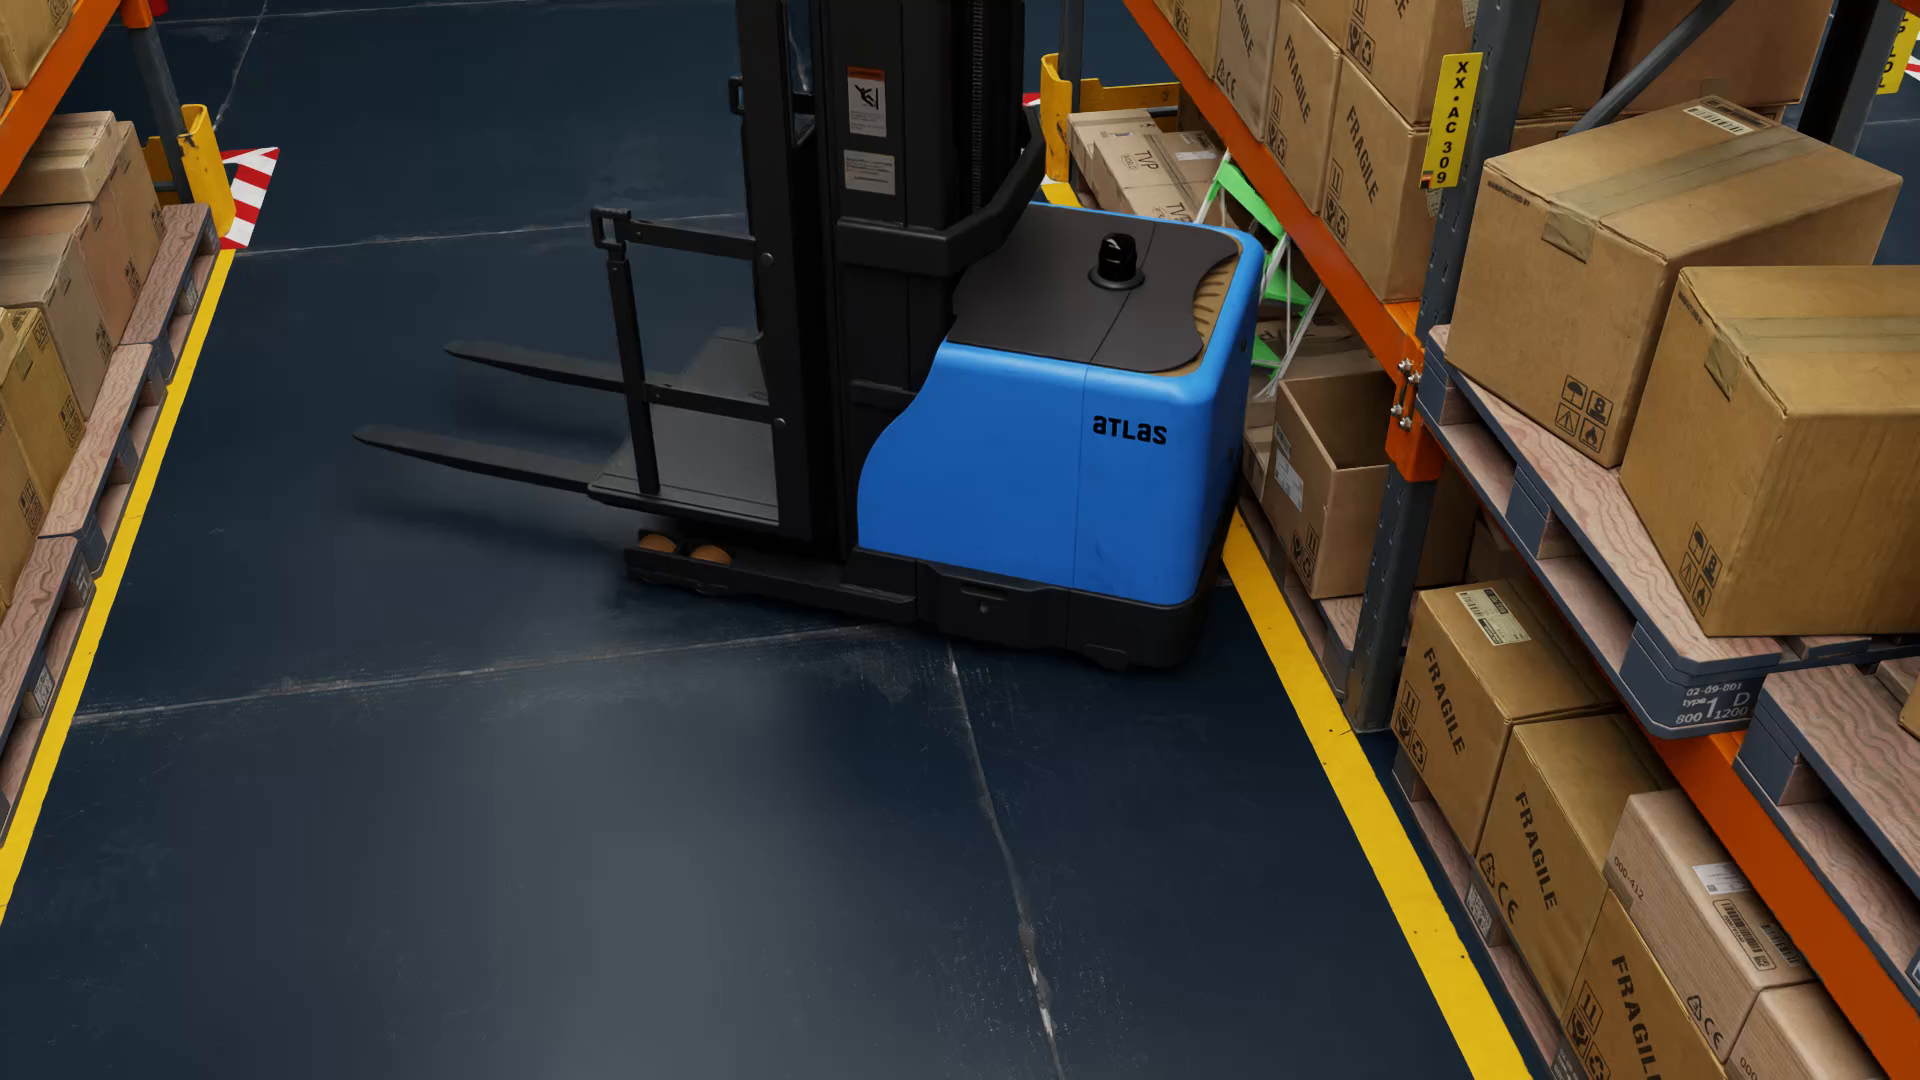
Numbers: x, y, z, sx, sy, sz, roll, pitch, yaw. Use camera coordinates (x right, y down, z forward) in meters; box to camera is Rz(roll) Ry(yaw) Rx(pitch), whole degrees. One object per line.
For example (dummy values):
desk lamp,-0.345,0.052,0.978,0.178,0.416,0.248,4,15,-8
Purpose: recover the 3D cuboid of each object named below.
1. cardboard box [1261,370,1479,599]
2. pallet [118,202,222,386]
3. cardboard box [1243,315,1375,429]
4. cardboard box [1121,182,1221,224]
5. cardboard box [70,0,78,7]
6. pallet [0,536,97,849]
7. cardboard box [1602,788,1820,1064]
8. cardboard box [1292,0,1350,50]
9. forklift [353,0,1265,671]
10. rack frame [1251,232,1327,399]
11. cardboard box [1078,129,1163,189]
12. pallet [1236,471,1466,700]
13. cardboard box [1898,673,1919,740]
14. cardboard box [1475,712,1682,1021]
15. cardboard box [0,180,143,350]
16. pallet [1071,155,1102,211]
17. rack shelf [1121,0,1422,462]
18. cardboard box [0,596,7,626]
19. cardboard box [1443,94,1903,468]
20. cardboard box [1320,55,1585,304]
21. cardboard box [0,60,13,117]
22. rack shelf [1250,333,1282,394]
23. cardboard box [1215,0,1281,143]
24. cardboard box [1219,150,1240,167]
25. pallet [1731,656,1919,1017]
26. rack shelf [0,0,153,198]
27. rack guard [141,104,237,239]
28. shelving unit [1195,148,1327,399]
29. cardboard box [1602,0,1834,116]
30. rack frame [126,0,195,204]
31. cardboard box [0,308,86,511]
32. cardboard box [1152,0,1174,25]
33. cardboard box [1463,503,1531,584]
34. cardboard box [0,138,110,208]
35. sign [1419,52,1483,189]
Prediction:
cardboard box,1.290,-0.186,5.224,0.500,0.500,0.500,-6,38,-8
pallet,-3.692,-0.991,6.854,1.003,0.211,1.213,-6,38,-8
cardboard box,1.158,-0.565,5.865,0.500,0.311,0.500,-6,38,-8
cardboard box,0.959,-1.227,6.767,0.500,0.250,0.500,-6,38,-8
cardboard box,-3.810,-2.379,6.122,0.980,0.700,0.700,-5,38,-6
pallet,-3.264,0.482,4.957,1.003,0.211,1.213,-6,38,-8
cardboard box,1.689,0.754,3.403,0.500,0.250,0.500,-6,38,-8
cardboard box,1.233,-1.707,4.606,0.500,0.500,0.500,-7,38,-9
forklift,-0.600,-1.271,4.997,3.031,2.935,1.130,11,39,13
rack frame,0.985,-0.591,5.510,0.240,1.200,0.015,6,33,-26
cardboard box,0.746,-1.716,7.465,0.380,0.166,0.250,-6,38,-8
pallet,1.549,0.000,5.578,1.003,0.211,1.213,-6,38,-8
cardboard box,2.039,0.169,2.664,0.700,0.500,0.500,-16,41,-19
cardboard box,1.618,0.767,3.997,0.500,0.500,0.500,-6,38,-7
cardboard box,-3.600,-1.032,6.328,0.700,0.500,0.500,-6,38,-8
pallet,1.122,-1.473,7.475,1.003,0.211,1.213,-6,38,-8
rack shelf,1.318,-1.610,5.964,1.077,0.370,4.000,-6,38,-8
cardboard box,-3.238,0.208,4.733,0.700,0.500,0.500,-6,38,-7
cardboard box,1.532,-0.581,3.629,0.700,0.500,0.500,-19,42,-23
cardboard box,1.328,-1.000,4.511,0.500,0.500,0.500,-6,38,-7
cardboard box,-3.546,-1.479,4.964,0.980,0.700,0.700,-8,39,-10
rack shelf,0.888,-0.680,5.724,0.258,0.148,0.480,6,33,-26
cardboard box,1.144,-1.621,5.310,0.500,0.500,0.500,-5,38,-7
cardboard box,1.288,-1.601,7.316,0.380,0.166,0.250,-6,38,-8
pallet,2.025,0.632,2.649,1.003,0.211,1.213,-6,38,-8
rack shelf,-3.558,-1.075,5.275,1.077,0.370,4.000,-6,38,-8
rack guard,-3.913,-1.594,7.395,1.175,0.500,0.348,-6,38,-8
shelving unit,0.909,-0.732,5.693,0.258,1.200,0.503,6,33,-26
cardboard box,1.863,-1.435,4.256,0.500,0.500,0.500,-5,38,-7
rack frame,-3.909,-2.567,6.609,1.000,3.000,0.127,-6,38,-8
cardboard box,-3.410,-0.407,5.523,0.700,0.500,0.500,-5,38,-7
cardboard box,0.967,-2.231,6.095,0.500,0.500,0.500,-6,38,-8
cardboard box,1.808,-0.075,5.234,0.500,0.311,0.500,-6,38,-8
cardboard box,-3.440,-1.378,6.245,0.380,0.149,0.250,-5,38,-7
sign,1.136,-0.965,3.841,0.100,0.325,0.005,-6,38,-8
